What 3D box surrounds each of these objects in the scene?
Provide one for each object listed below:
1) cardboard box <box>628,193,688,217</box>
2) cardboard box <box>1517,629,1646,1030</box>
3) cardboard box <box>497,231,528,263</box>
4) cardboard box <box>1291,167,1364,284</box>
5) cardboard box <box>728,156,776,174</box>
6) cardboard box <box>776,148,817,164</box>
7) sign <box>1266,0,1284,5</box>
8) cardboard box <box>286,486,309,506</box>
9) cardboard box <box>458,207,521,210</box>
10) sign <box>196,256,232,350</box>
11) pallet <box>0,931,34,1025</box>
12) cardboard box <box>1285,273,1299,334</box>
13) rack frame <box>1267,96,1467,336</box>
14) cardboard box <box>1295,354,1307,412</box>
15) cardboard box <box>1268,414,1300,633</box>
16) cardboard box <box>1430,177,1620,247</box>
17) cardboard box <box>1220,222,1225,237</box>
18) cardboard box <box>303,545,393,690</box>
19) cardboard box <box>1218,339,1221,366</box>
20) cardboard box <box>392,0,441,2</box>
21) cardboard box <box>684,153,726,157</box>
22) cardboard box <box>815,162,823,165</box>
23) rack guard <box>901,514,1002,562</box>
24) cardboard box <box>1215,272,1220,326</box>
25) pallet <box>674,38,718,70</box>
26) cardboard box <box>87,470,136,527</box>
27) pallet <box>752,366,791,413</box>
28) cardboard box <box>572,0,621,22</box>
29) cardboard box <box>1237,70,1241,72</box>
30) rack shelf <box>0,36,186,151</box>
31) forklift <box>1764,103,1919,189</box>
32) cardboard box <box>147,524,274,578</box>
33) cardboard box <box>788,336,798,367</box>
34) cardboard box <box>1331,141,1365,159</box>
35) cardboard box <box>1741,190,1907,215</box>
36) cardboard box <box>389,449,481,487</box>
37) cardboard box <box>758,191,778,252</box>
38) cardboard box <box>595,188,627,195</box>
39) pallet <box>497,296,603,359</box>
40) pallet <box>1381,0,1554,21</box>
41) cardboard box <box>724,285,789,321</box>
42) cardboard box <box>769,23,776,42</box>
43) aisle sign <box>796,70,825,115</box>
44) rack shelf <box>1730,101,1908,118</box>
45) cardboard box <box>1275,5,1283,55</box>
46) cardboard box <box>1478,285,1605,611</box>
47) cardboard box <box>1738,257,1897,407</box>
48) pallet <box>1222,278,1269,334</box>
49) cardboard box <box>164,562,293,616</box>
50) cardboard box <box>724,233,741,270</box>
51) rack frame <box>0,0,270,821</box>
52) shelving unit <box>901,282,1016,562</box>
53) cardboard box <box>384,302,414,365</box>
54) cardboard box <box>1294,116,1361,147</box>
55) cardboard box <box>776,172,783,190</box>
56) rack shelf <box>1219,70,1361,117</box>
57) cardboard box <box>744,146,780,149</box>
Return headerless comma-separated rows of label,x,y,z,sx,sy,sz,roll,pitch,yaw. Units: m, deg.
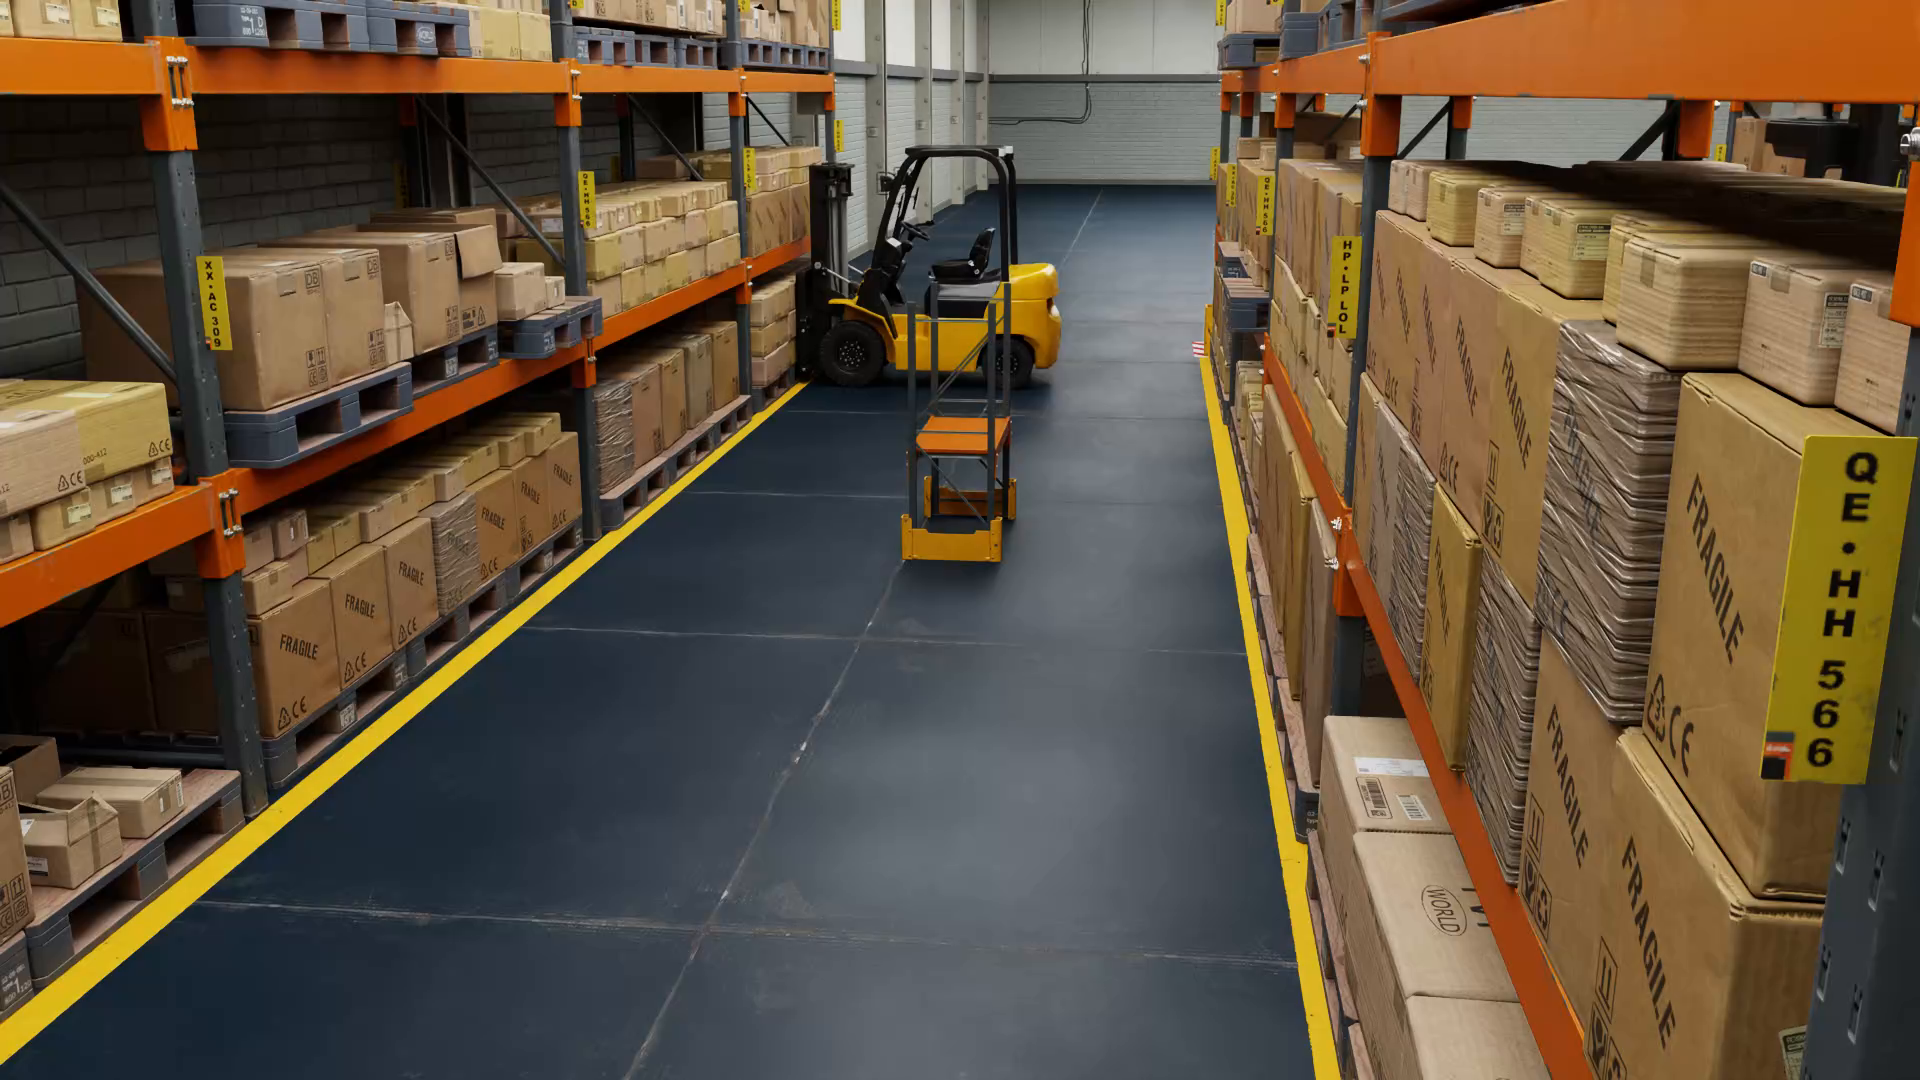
cardboard box,-2.134,-2.361,11.712,0.380,0.149,0.250,1,15,5
cardboard box,1.193,0.449,2.564,0.500,0.500,0.500,1,15,5
cardboard box,-2.926,-1.754,10.232,0.500,0.250,0.500,2,15,8
cardboard box,1.814,-1.463,7.718,0.500,0.500,0.500,2,15,8
cardboard box,-1.827,-3.278,14.532,0.380,0.149,0.250,2,15,8
cardboard box,-1.628,-3.808,16.493,0.380,0.149,0.250,2,15,8
sign,1.693,-3.029,8.882,0.100,0.325,0.005,2,15,6
cardboard box,-3.293,-0.173,7.797,0.380,0.149,0.250,2,15,7
cardboard box,-2.946,-1.983,10.316,0.380,0.149,0.250,2,15,8
sign,-2.611,-0.827,5.815,0.100,0.325,0.005,2,15,6
pallet,-3.365,1.419,4.512,1.003,0.211,1.213,2,15,6
cardboard box,1.802,-1.097,7.803,0.500,0.250,0.500,2,15,6
rack frame,2.232,-1.315,9.280,1.000,3.000,0.127,2,15,6
cardboard box,1.769,-0.726,7.386,0.500,0.250,0.500,2,15,6
cardboard box,1.967,-0.084,7.994,0.875,0.875,0.875,2,15,7
cardboard box,1.340,-0.782,3.960,0.380,0.149,0.250,1,15,5
cardboard box,2.692,-2.990,15.955,0.380,0.149,0.250,2,15,7
cardboard box,-2.823,0.324,7.203,0.500,0.500,0.500,1,15,6
cardboard box,2.595,-1.659,15.016,0.500,0.250,0.500,2,15,7
cardboard box,-2.672,-2.597,7.795,0.380,0.149,0.250,2,15,8
cardboard box,-2.336,-3.426,15.081,0.380,0.149,0.250,2,15,6
cardboard box,-1.557,-3.731,16.781,0.380,0.149,0.250,2,15,7
rack guard,-0.048,-0.011,9.725,0.587,0.250,0.087,2,15,6
cardboard box,2.712,-2.285,15.891,0.500,0.500,0.500,1,15,4
pallet,-2.335,-3.624,12.439,0.805,0.209,1.217,1,15,4
cardboard box,-2.944,-0.143,5.427,0.380,0.149,0.250,2,15,8
pallet,-2.117,-1.357,14.776,1.003,0.211,1.213,2,15,6
cardboard box,-2.376,-3.388,10.013,0.500,0.500,0.500,2,15,7
cardboard box,2.546,-4.037,14.079,0.380,0.149,0.250,2,15,8
rack shelf,-3.377,-1.005,3.764,1.077,0.370,4.000,2,15,6
forklift,4.773,-1.105,8.634,1.130,2.935,3.031,2,15,7
cardboard box,-2.907,0.037,6.450,0.380,0.149,0.250,1,15,5
cardboard box,-1.781,-1.755,15.369,0.500,0.250,0.500,2,15,7
cardboard box,2.784,-2.683,11.530,0.380,0.149,0.250,1,15,4
cardboard box,1.843,-0.639,3.428,0.380,0.149,0.250,2,15,6
cardboard box,-2.680,-0.364,8.502,0.380,0.149,0.250,1,15,5
cardboard box,-1.897,-2.789,14.539,0.500,0.500,0.500,2,15,7
cardboard box,-2.675,-2.511,12.268,0.380,0.149,0.250,2,15,6
pallet,-2.707,-1.190,9.184,1.213,0.211,1.003,2,15,6
pallet,1.678,-1.471,4.279,1.003,0.211,1.213,2,15,6
cardboard box,-1.815,-2.105,14.746,0.500,0.250,0.500,2,15,6
cardboard box,-1.810,-4.382,14.361,0.380,0.149,0.250,2,15,8
aisle sign,-1.498,-4.799,17.182,0.394,0.787,0.004,2,15,6
rack shelf,7.839,-3.853,14.295,1.077,0.370,4.000,2,15,6
cardboard box,2.376,-3.210,10.341,0.797,0.503,0.637,2,15,6
cardboard box,1.236,-0.168,2.930,0.500,0.500,0.500,2,15,6
cardboard box,1.176,-0.250,1.990,0.380,0.149,0.250,2,15,7
pallet,2.207,-1.411,10.000,1.213,0.211,1.003,2,15,6
cardboard box,-2.847,0.183,6.482,0.380,0.149,0.250,2,15,9
cardboard box,-2.046,-2.287,13.161,0.500,0.250,0.500,2,15,8
rack frame,-3.151,-0.423,5.980,1.000,3.000,0.127,2,15,6
shelving unit,0.009,-0.744,10.039,0.587,1.500,1.083,2,15,6
cardboard box,-2.613,-0.910,7.234,0.396,0.266,0.258,2,15,9
cardboard box,2.949,-3.135,13.332,0.700,0.500,0.500,2,15,6
cardboard box,-1.789,-3.200,14.814,0.380,0.149,0.250,2,15,6
rack shelf,2.909,-3.972,14.737,1.077,0.370,4.000,2,15,6
cardboard box,-2.048,-3.960,17.055,0.380,0.149,0.250,1,15,5
